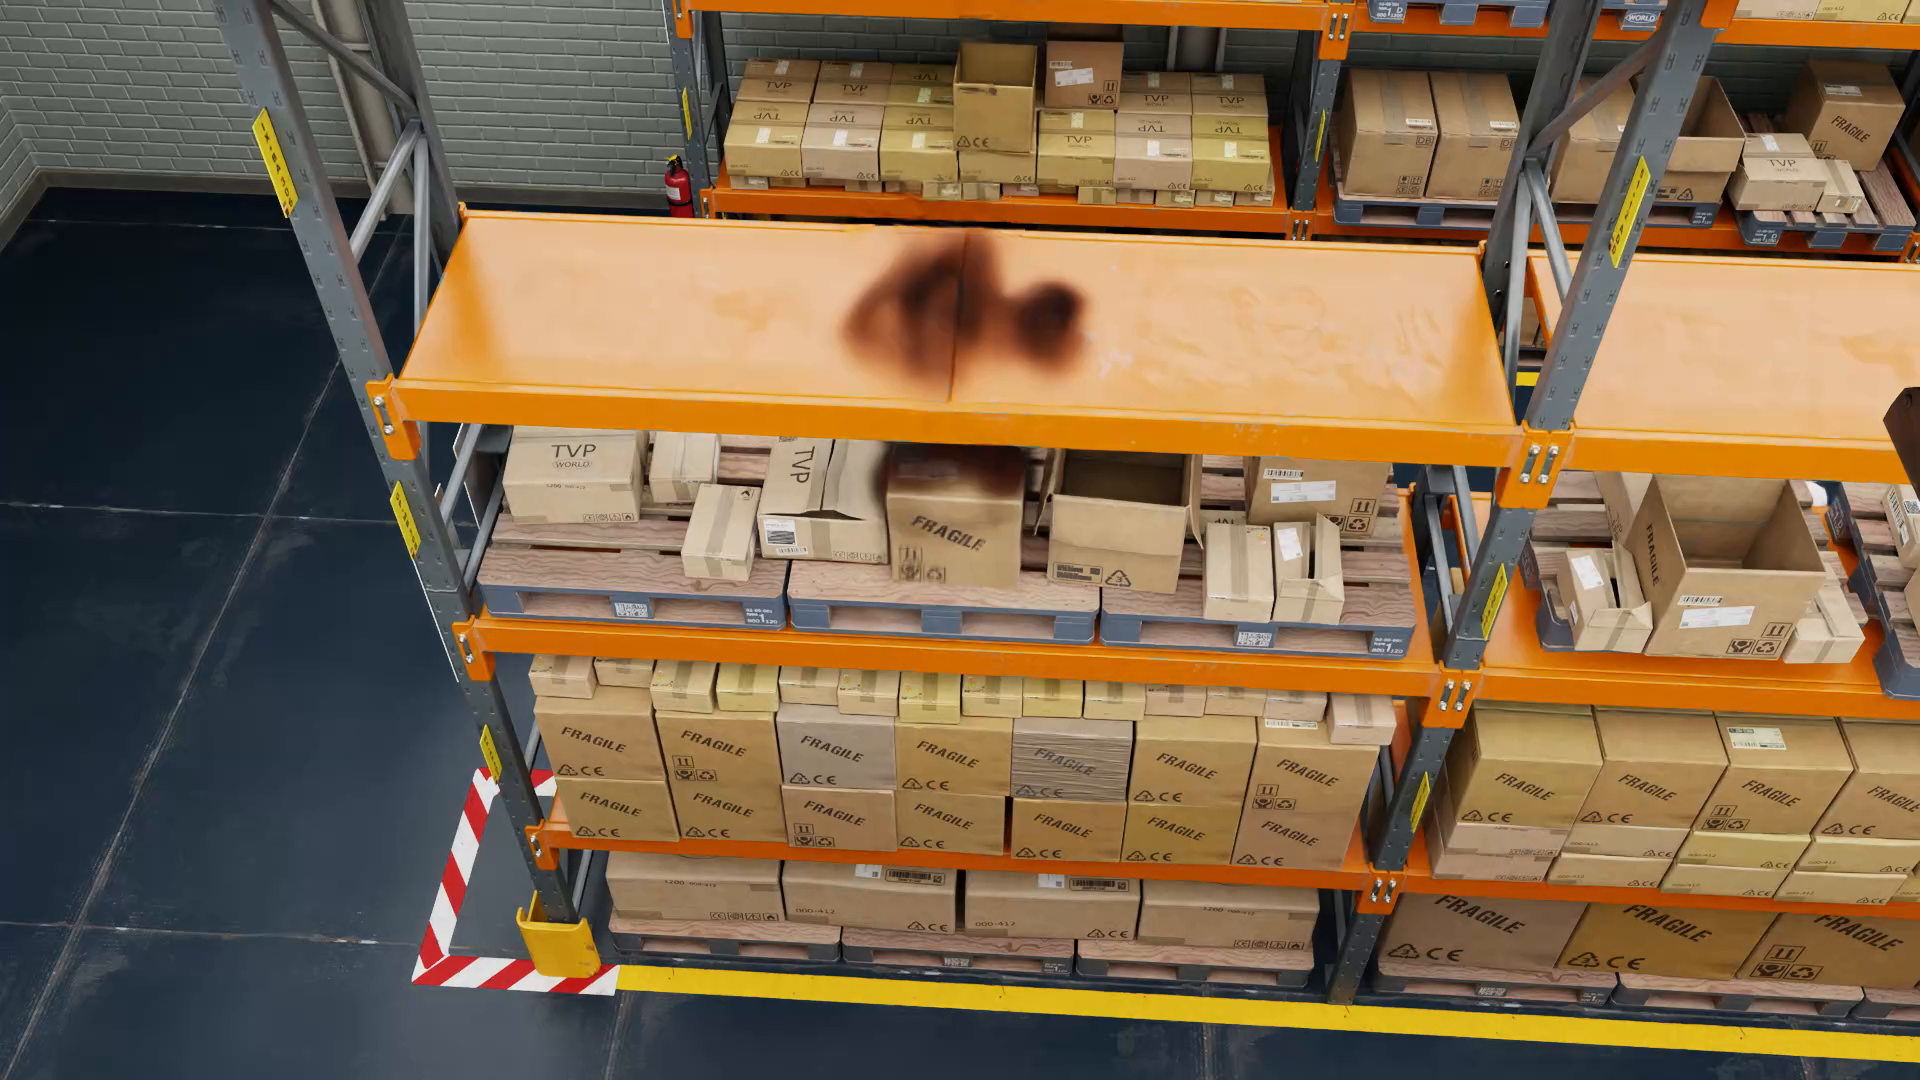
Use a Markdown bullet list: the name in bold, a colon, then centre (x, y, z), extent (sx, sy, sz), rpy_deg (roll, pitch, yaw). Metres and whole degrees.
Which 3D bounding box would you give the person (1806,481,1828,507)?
- **person**: centre (4.357, 0.328, 9.268), extent (0.618, 1.734, 0.669), rpy_deg (3, 48, 3)
